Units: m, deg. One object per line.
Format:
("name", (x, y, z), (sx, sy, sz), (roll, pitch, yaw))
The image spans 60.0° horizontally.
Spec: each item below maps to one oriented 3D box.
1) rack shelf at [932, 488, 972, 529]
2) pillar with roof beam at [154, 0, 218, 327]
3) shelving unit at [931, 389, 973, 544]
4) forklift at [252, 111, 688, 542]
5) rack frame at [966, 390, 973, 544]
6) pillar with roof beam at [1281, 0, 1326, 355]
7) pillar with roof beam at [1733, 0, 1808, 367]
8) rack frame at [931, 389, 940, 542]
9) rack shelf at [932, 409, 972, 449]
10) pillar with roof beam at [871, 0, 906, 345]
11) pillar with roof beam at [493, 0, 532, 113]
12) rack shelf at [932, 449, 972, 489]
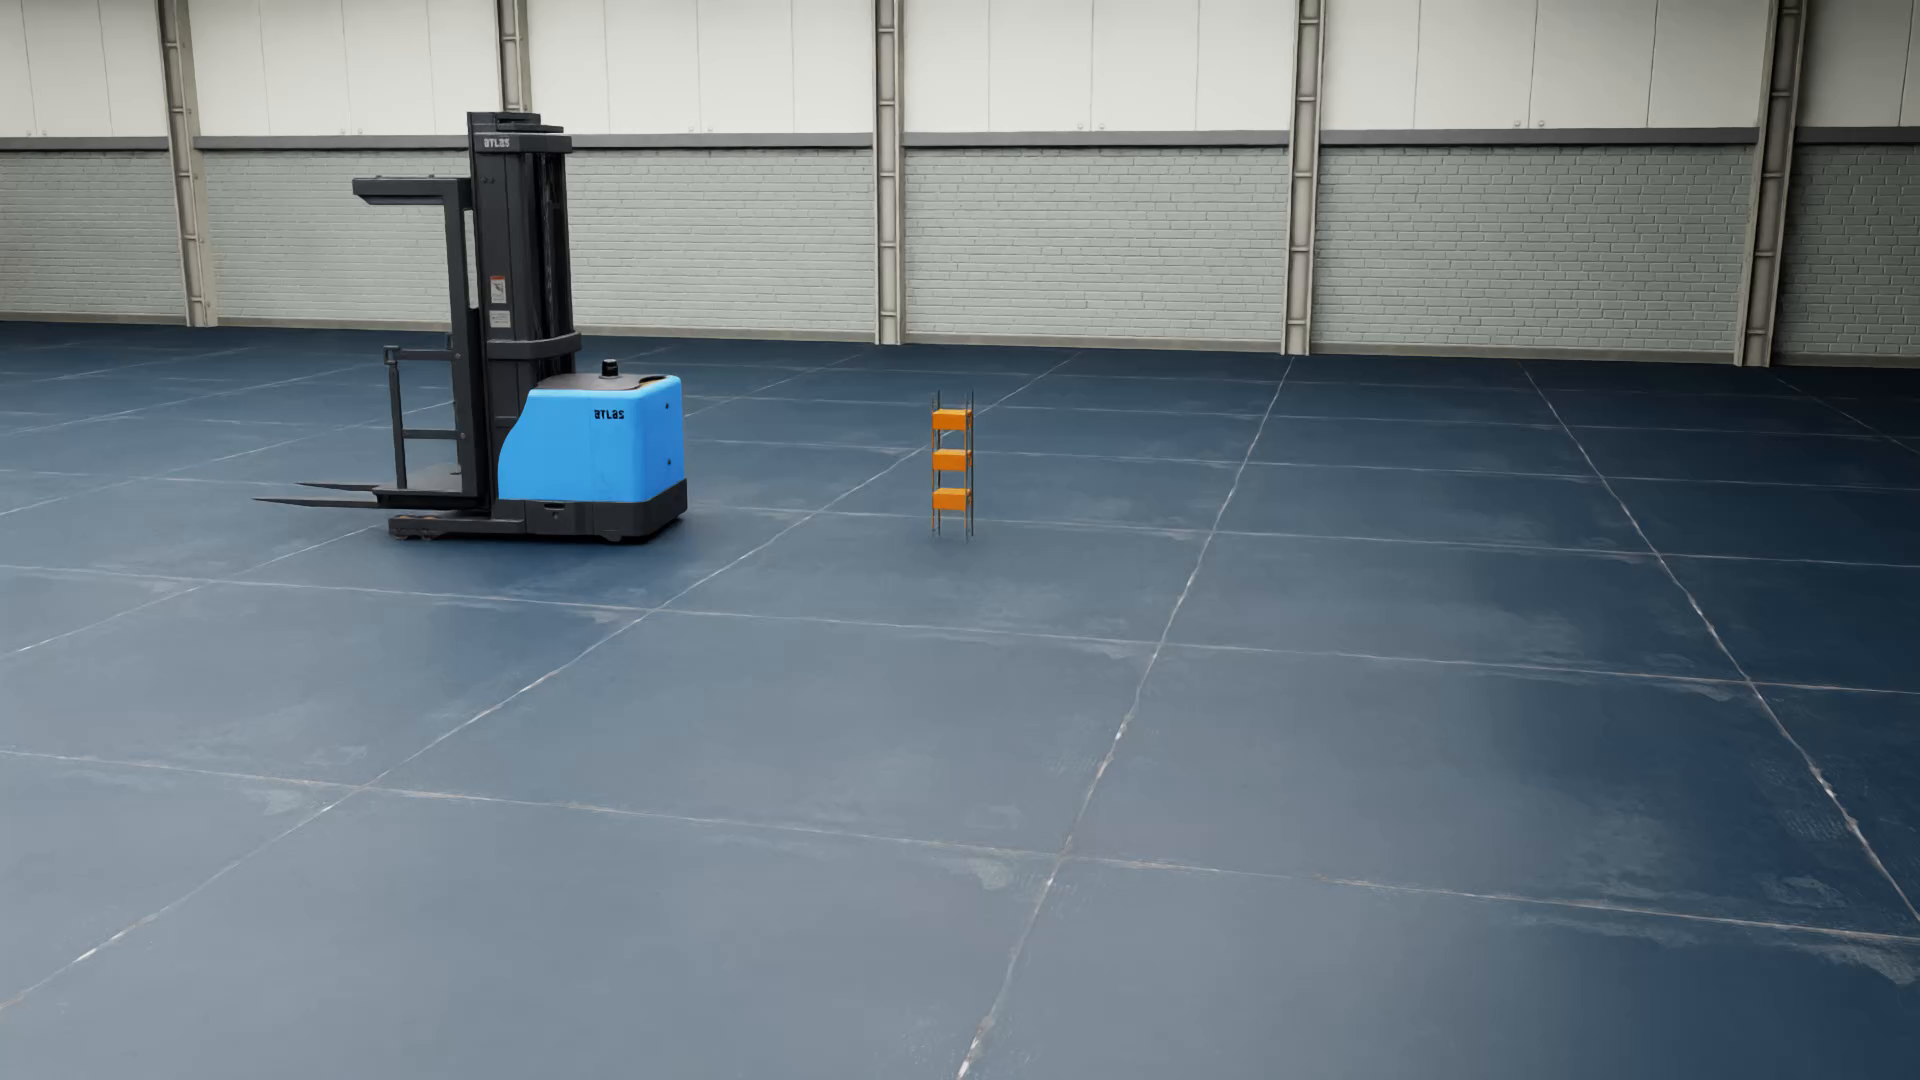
("rack shelf", (-0.052, -0.234, 11.695), (0.240, 0.259, 0.215), (3, 13, 14))
("pillar with roof beam", (-13.730, -7.074, 22.843), (0.400, 9.000, 9.100), (3, 13, 14))
("shelving unit", (-0.052, -0.515, 11.633), (0.252, 1.050, 0.215), (3, 13, 14))
("forklift", (-3.595, -1.541, 11.910), (3.031, 2.935, 1.130), (2, 13, 8))
("rack frame", (0.067, -0.509, 11.604), (0.008, 1.050, 0.200), (3, 13, 14))
("pillar with roof beam", (3.746, -6.140, 18.633), (0.400, 9.000, 9.100), (3, 13, 14))
("pillar with roof beam", (9.571, -5.829, 17.230), (0.400, 9.000, 9.100), (3, 13, 14))
("rack frame", (-0.170, -0.522, 11.661), (0.008, 1.050, 0.200), (3, 13, 14))
("rack shelf", (-0.052, -0.782, 11.573), (0.240, 0.259, 0.215), (3, 13, 14))
("pillar with roof beam", (-2.079, -6.451, 20.036), (0.400, 9.000, 9.100), (3, 13, 14))
("pillar with roof beam", (-7.905, -6.763, 21.440), (0.400, 9.000, 9.100), (3, 13, 14))
("rack shelf", (-0.052, -0.505, 11.635), (0.240, 0.259, 0.215), (3, 13, 14))
